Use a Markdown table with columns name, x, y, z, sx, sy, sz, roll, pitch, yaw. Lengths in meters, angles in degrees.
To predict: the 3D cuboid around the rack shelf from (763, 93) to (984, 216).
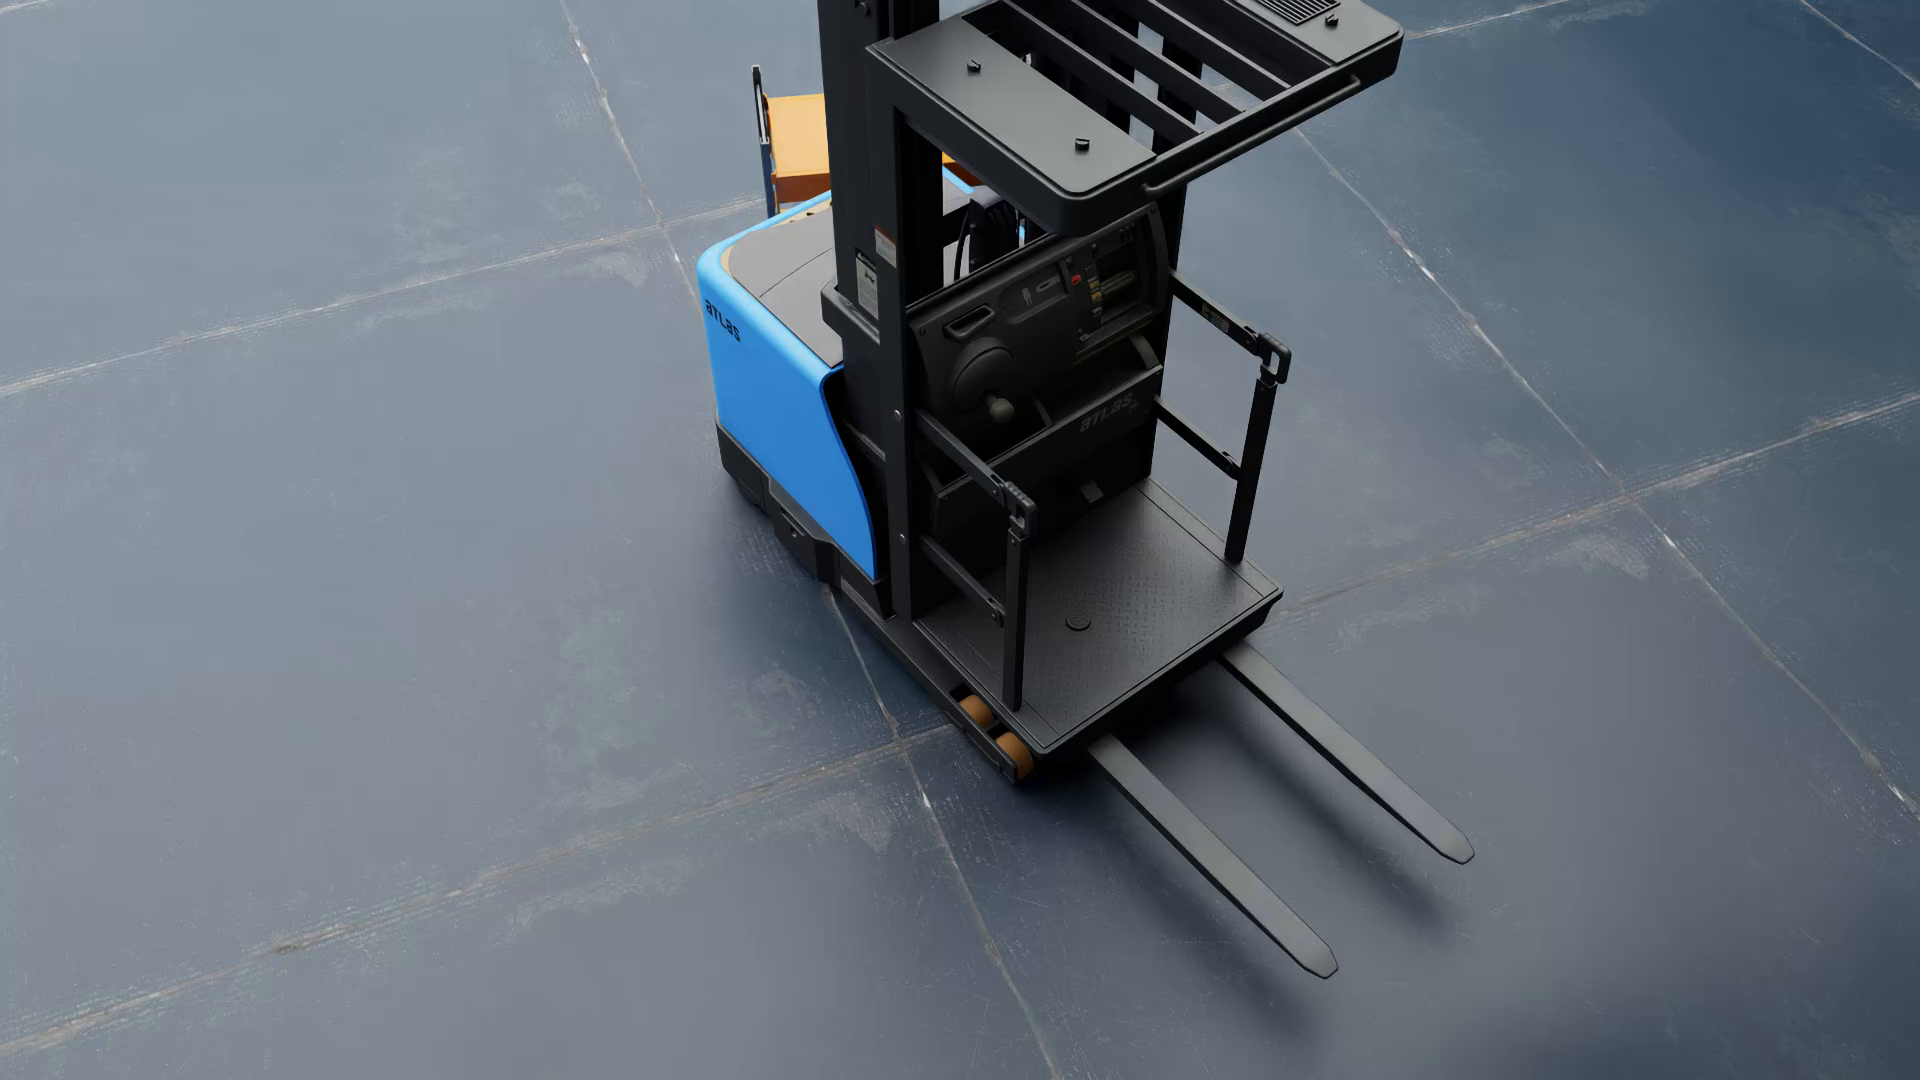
| name | x | y | z | sx | sy | sz | roll | pitch | yaw |
| --- | --- | --- | --- | --- | --- | --- | --- | --- | --- |
| rack shelf | -0.237 | -1.496 | 6.408 | 1.000 | 0.278 | 0.538 | -6 | 50 | -6 |

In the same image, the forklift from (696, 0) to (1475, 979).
| name | x | y | z | sx | sy | sz | roll | pitch | yaw |
| --- | --- | --- | --- | --- | --- | --- | --- | --- | --- |
| forklift | 0.388 | -0.584 | 4.819 | 1.130 | 2.935 | 3.031 | -31 | 56 | -24 |

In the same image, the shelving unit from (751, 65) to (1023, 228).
| name | x | y | z | sx | sy | sz | roll | pitch | yaw |
| --- | --- | --- | --- | --- | --- | --- | --- | --- | --- |
| shelving unit | -0.237 | -1.306 | 6.630 | 1.048 | 1.125 | 0.538 | -6 | 50 | -6 |

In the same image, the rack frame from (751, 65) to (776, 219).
| name | x | y | z | sx | sy | sz | roll | pitch | yaw |
| --- | --- | --- | --- | --- | --- | --- | --- | --- | --- |
| rack frame | -0.740 | -1.248 | 6.581 | 0.032 | 1.125 | 0.500 | -6 | 50 | -6 |

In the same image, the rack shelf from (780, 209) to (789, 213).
| name | x | y | z | sx | sy | sz | roll | pitch | yaw |
| --- | --- | --- | --- | --- | --- | --- | --- | --- | --- |
| rack shelf | -0.237 | -1.146 | 6.815 | 1.000 | 0.278 | 0.538 | -6 | 50 | -6 |

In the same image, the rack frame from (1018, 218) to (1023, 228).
| name | x | y | z | sx | sy | sz | roll | pitch | yaw |
| --- | --- | --- | --- | --- | --- | --- | --- | --- | --- |
| rack frame | 0.266 | -1.363 | 6.679 | 0.032 | 1.125 | 0.500 | -6 | 50 | -6 |
